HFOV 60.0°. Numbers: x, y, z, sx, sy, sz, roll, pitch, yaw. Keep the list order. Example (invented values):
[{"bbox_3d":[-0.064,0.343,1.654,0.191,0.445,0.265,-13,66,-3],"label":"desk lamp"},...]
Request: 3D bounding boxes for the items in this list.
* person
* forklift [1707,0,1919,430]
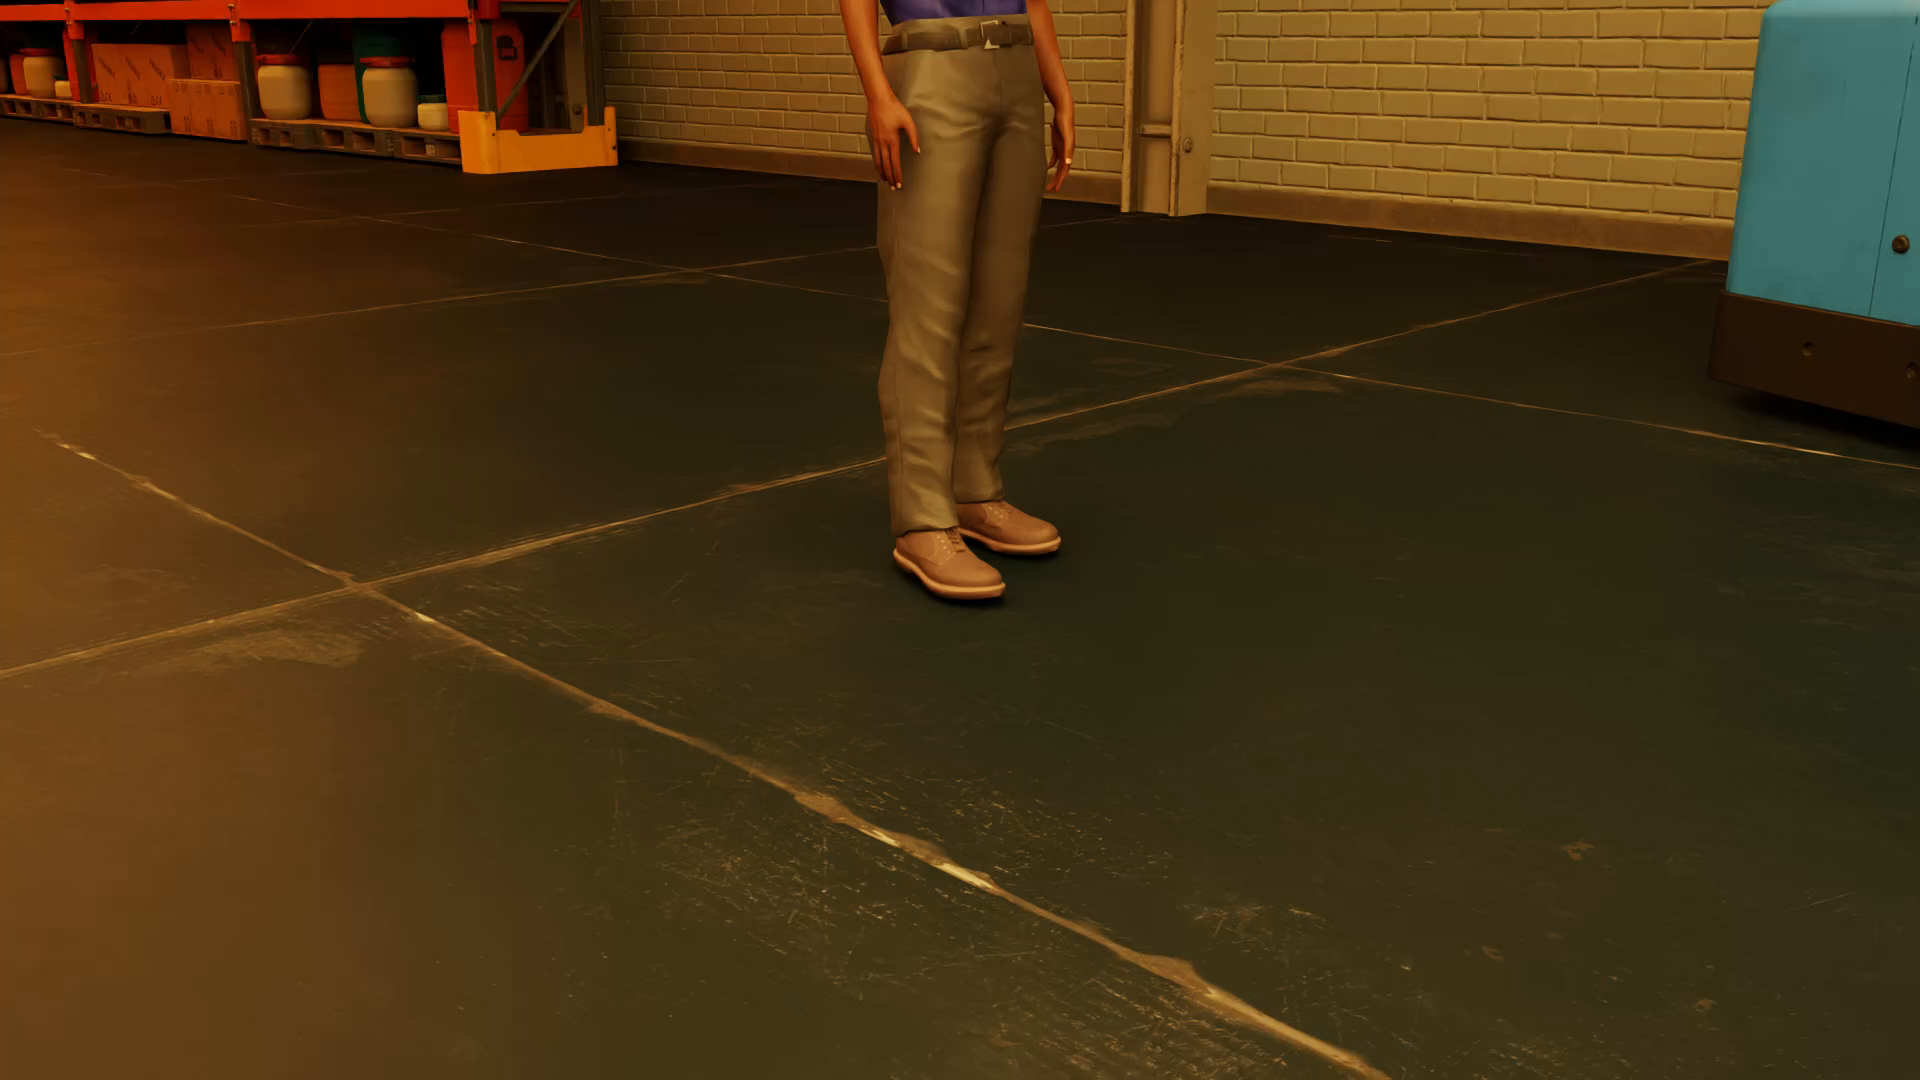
[{"bbox_3d":[0.049,-0.776,3.076,0.503,1.656,0.569,16,23,42],"label":"person"},{"bbox_3d":[3.642,-1.820,4.324,3.031,2.935,1.130,-7,18,-21],"label":"forklift"}]
